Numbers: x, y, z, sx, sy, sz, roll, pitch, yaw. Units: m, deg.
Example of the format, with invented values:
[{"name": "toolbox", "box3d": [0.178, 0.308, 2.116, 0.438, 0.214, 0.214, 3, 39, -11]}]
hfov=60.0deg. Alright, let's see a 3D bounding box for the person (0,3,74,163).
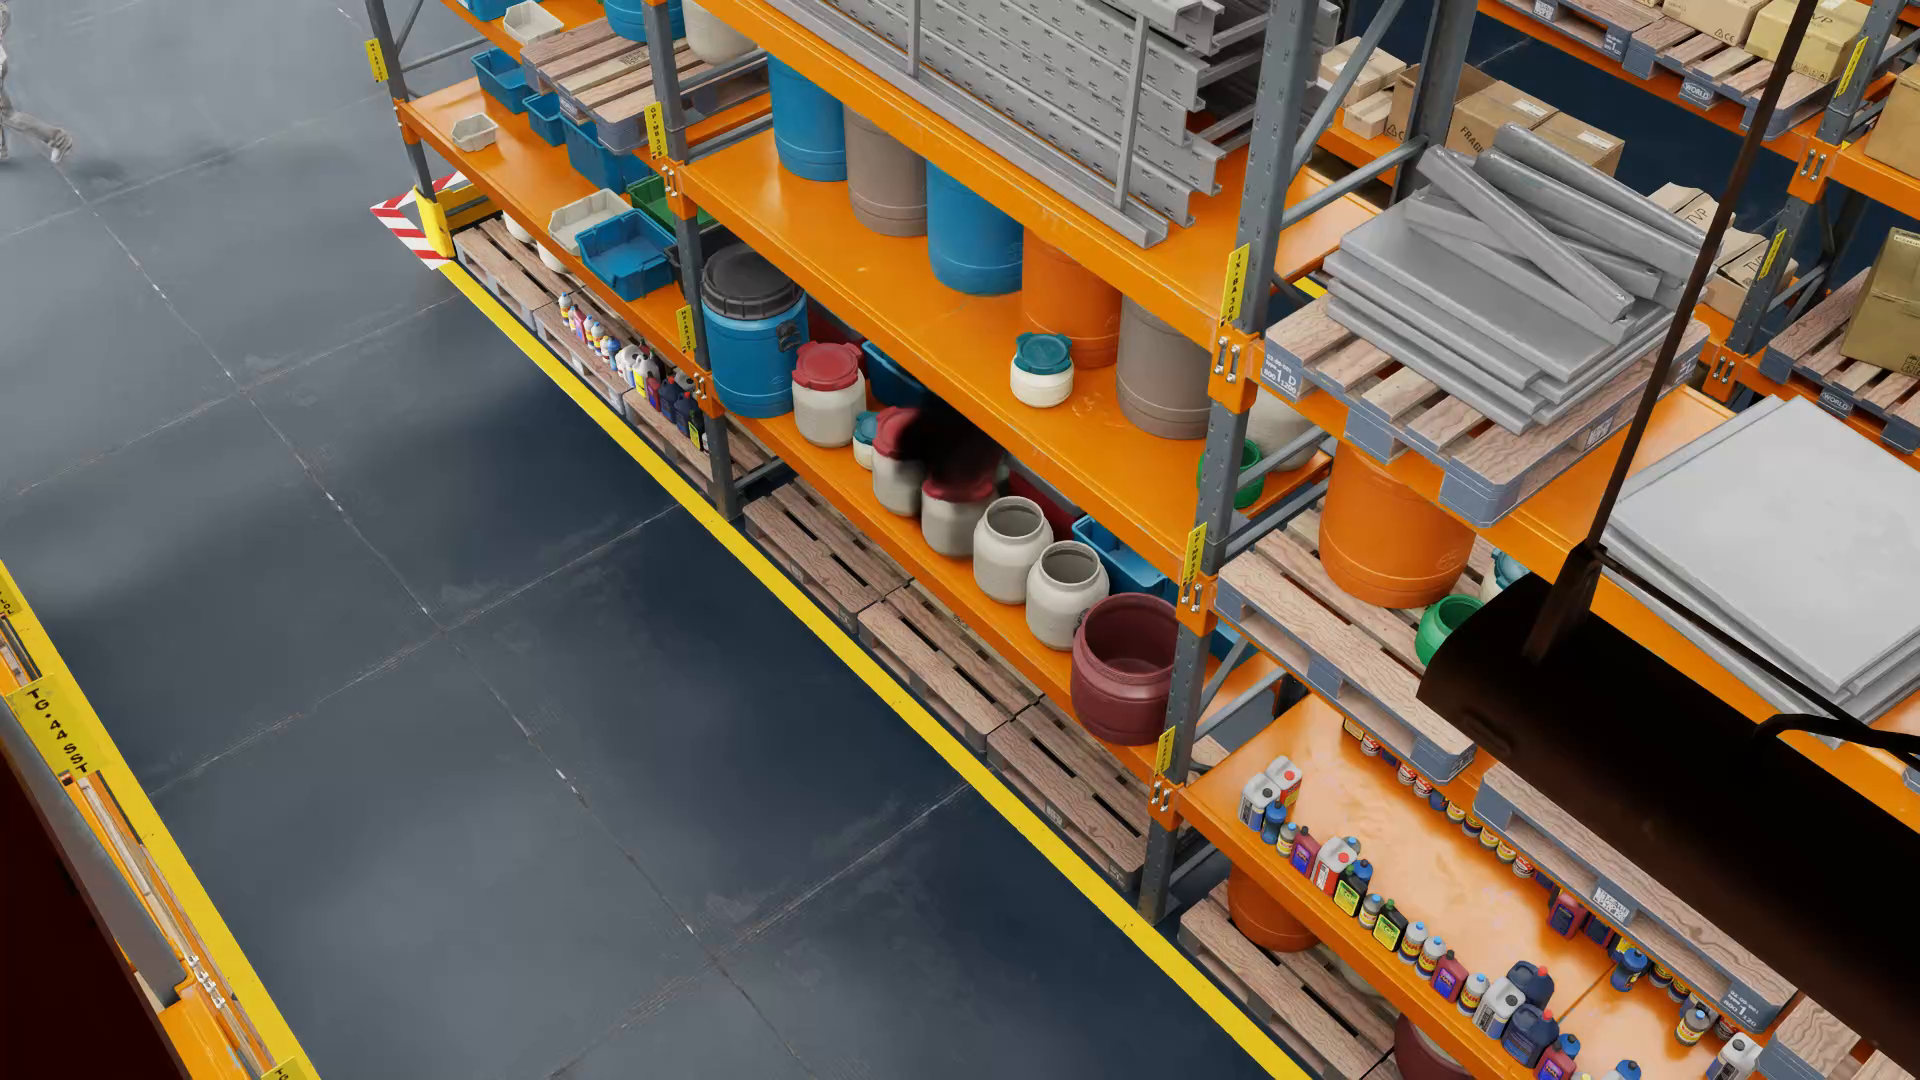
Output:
[{"name": "person", "box3d": [-7.826, -3.794, 13.326, 0.967, 1.751, 0.670, -2, 47, -2]}]
